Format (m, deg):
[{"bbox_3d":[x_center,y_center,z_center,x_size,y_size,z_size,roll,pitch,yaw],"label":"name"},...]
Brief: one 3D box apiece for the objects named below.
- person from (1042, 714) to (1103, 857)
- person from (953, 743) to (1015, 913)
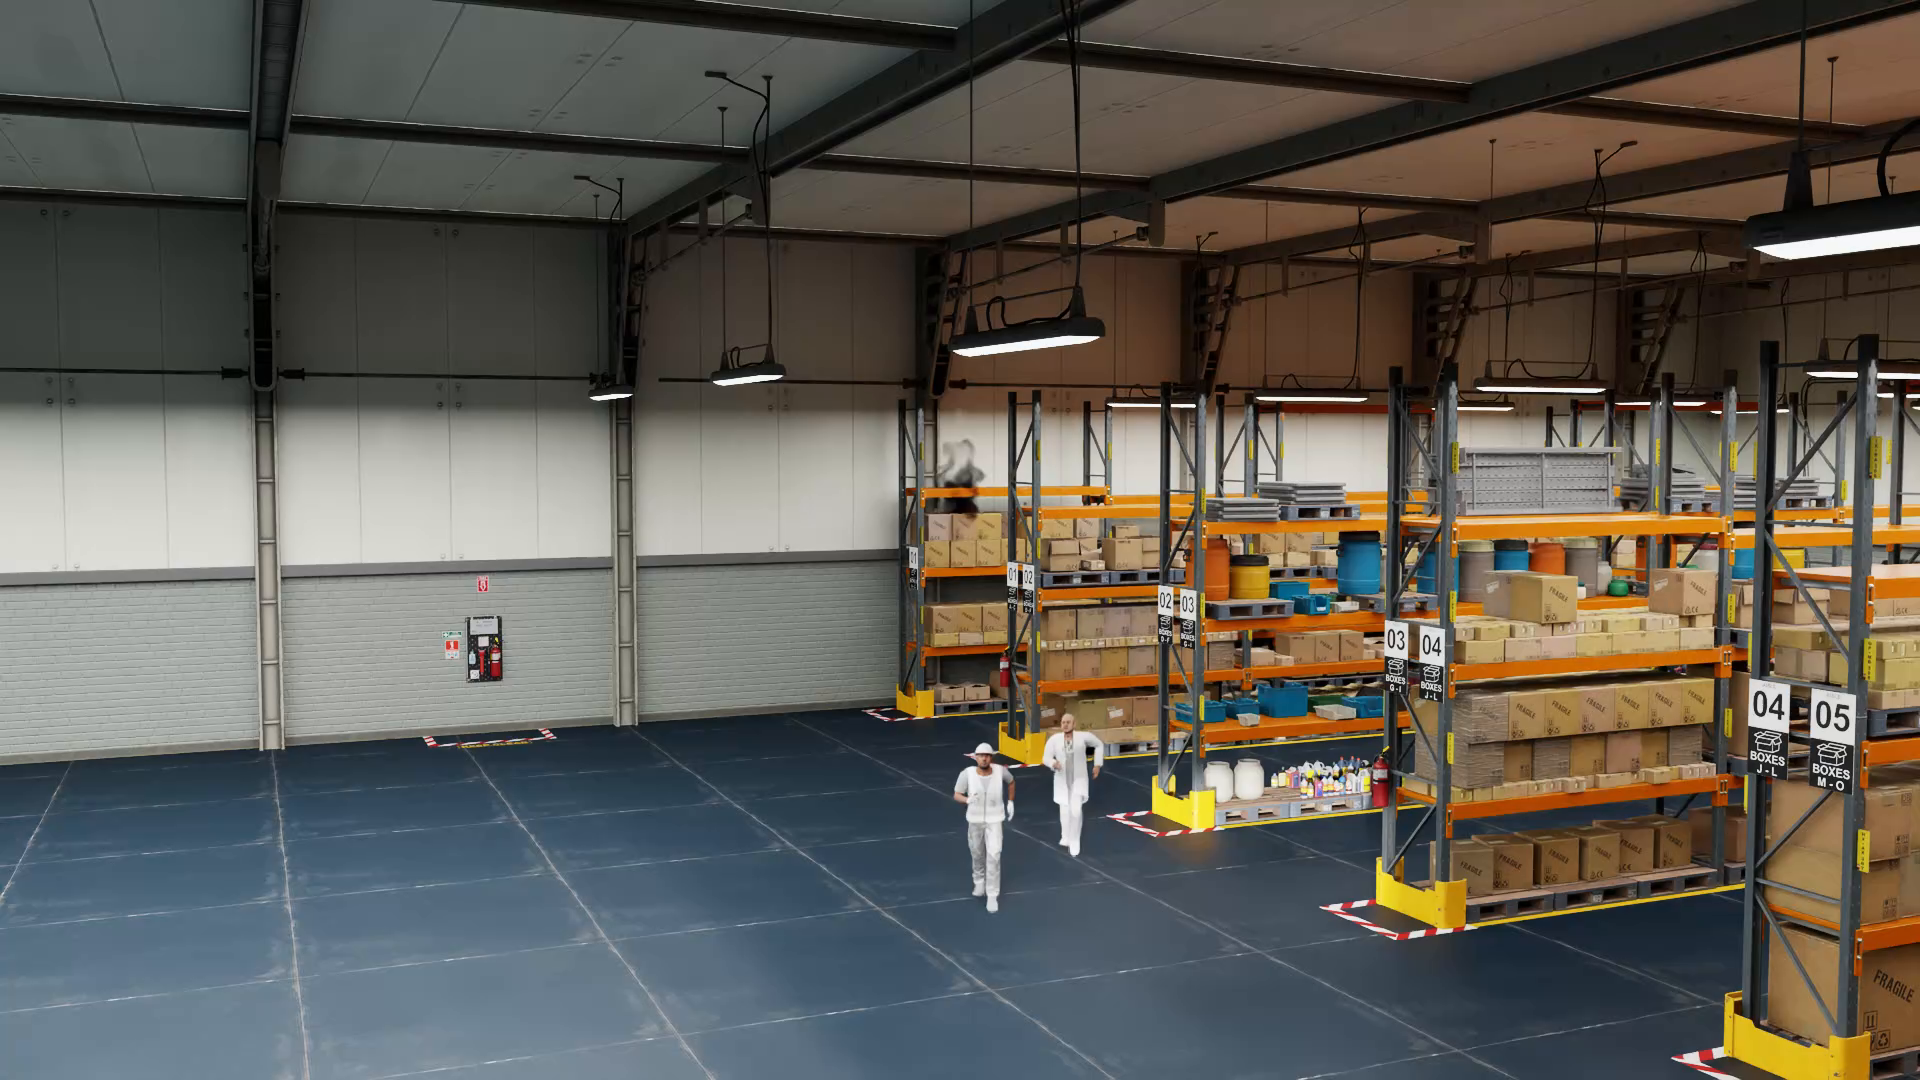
[{"bbox_3d":[1.410,3.056,20.848,0.728,1.779,0.941,1,3,15],"label":"person"},{"bbox_3d":[0.265,3.181,18.575,0.673,1.857,0.821,0,3,4],"label":"person"}]
